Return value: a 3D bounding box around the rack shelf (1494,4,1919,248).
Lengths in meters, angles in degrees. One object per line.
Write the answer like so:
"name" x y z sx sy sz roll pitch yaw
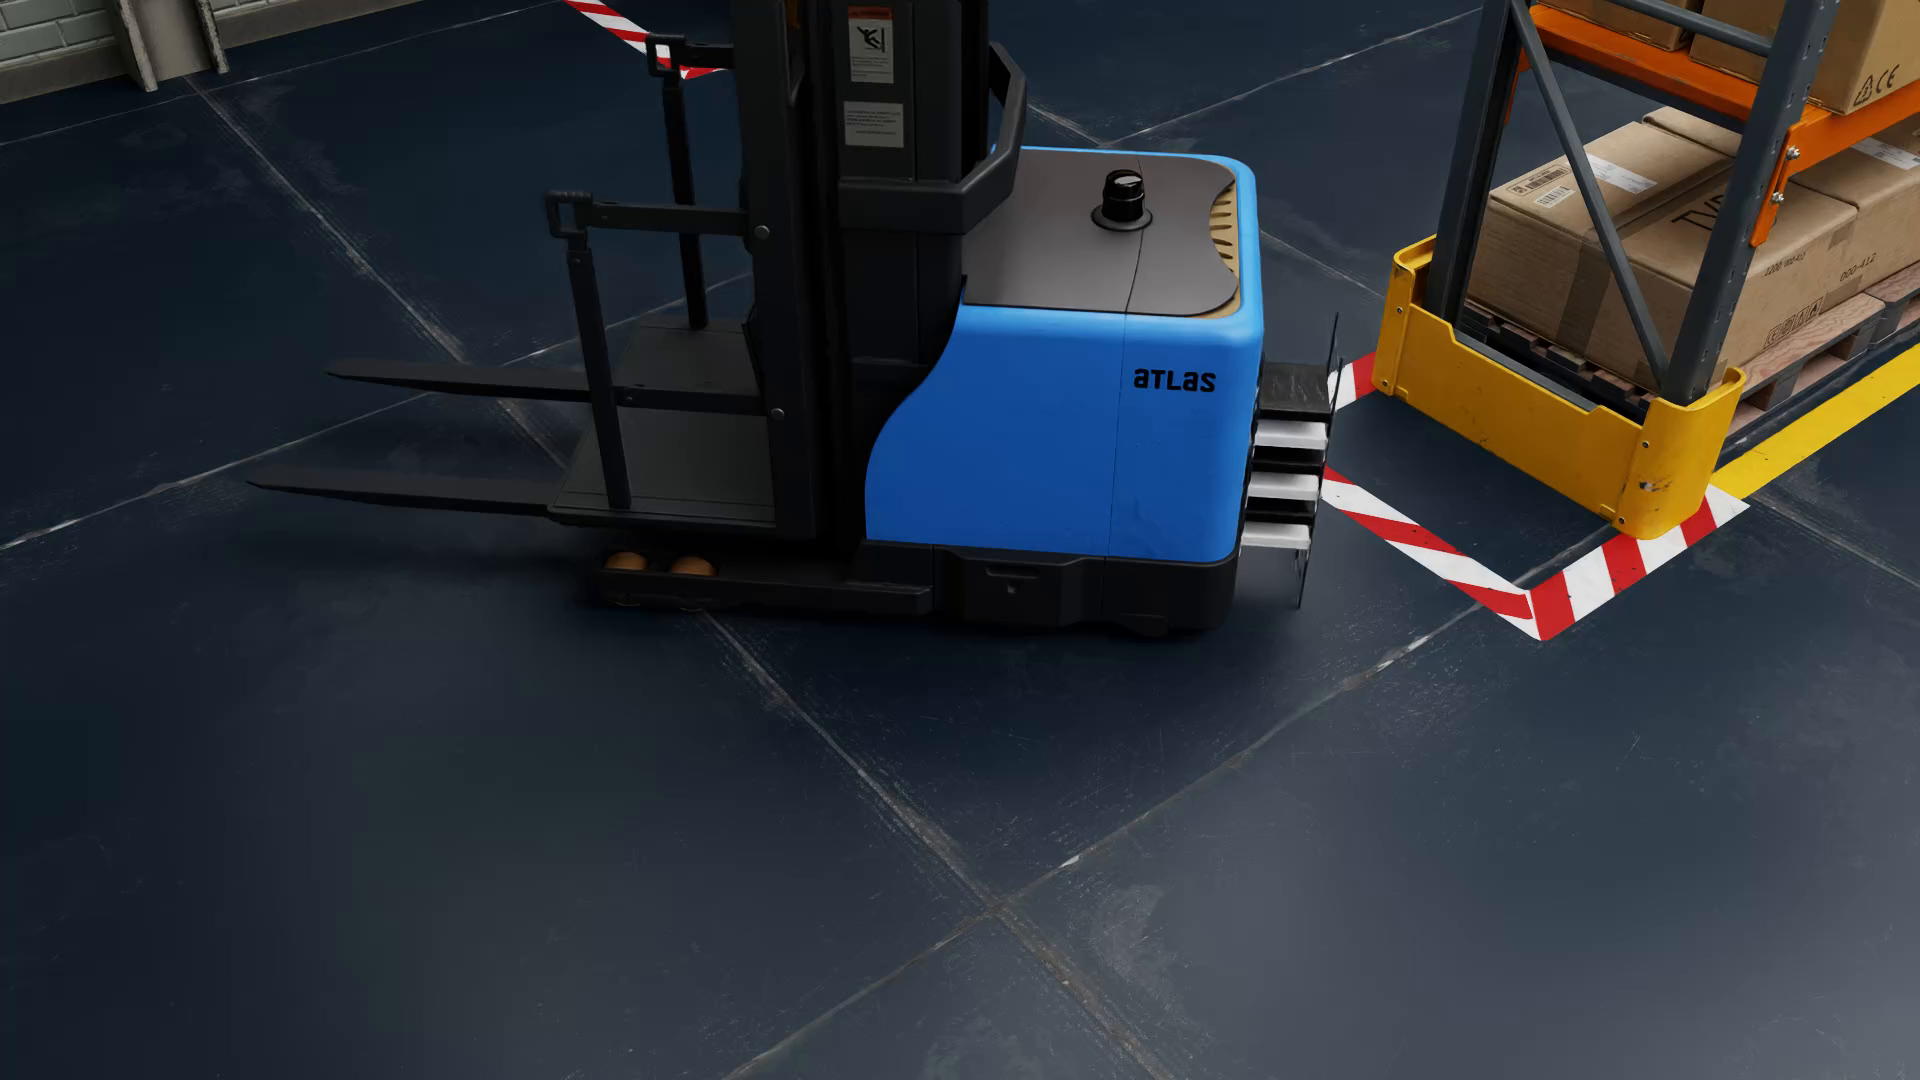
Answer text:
"rack shelf" 3.538 -2.006 5.897 4.000 0.370 1.077 -26 46 -28

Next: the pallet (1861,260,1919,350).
"pallet" 3.505 -1.250 6.608 1.213 0.211 1.003 -26 46 -28

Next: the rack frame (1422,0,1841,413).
"rack frame" 1.952 -1.511 4.727 0.127 3.000 1.000 -26 46 -28

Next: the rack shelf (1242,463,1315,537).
"rack shelf" 0.930 -0.124 4.886 0.200 0.077 0.258 4 40 5

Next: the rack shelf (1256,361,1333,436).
"rack shelf" 0.930 -0.402 4.657 0.200 0.077 0.258 4 40 5

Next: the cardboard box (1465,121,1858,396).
"cardboard box" 2.415 -0.988 5.779 0.875 0.438 0.875 -28 47 -29

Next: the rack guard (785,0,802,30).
"rack guard" -1.015 -3.069 8.597 0.348 0.500 1.175 -26 46 -28

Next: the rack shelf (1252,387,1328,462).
"rack shelf" 0.930 -0.332 4.714 0.200 0.077 0.258 4 40 5

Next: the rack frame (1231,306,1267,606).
"rack frame" 0.829 -0.226 4.816 0.006 0.900 0.240 4 40 5

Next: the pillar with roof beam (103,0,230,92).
"pillar with roof beam" -1.139 -3.572 2.509 0.400 9.000 9.100 -26 46 -28

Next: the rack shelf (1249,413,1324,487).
"rack shelf" 0.930 -0.263 4.772 0.200 0.077 0.258 4 40 5

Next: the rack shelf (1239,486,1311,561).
"rack shelf" 0.930 -0.054 4.943 0.200 0.077 0.258 4 40 5

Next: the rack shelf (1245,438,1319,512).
"rack shelf" 0.930 -0.193 4.829 0.200 0.077 0.258 4 40 5

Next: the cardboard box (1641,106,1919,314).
"cardboard box" 3.135 -1.346 6.215 0.875 0.438 0.875 -25 45 -27

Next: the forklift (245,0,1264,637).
"forklift" -0.663 -1.248 4.460 3.031 2.935 1.130 4 40 5

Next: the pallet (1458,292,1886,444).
"pallet" 2.538 -0.781 6.036 1.213 0.211 1.003 -26 46 -28

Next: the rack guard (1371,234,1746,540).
"rack guard" 1.933 -0.535 5.509 0.348 0.500 1.175 -26 46 -28

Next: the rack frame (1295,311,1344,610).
"rack frame" 1.032 -0.212 4.799 0.006 0.900 0.240 4 40 5

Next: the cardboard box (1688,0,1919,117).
"cardboard box" 2.508 -1.591 4.745 0.500 0.500 0.500 -26 46 -28

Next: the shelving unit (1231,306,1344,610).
"shelving unit" 0.930 -0.219 4.808 0.210 0.900 0.258 4 40 5

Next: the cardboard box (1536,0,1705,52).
"cardboard box" 2.173 -1.869 5.085 0.500 0.500 0.500 -26 46 -28
